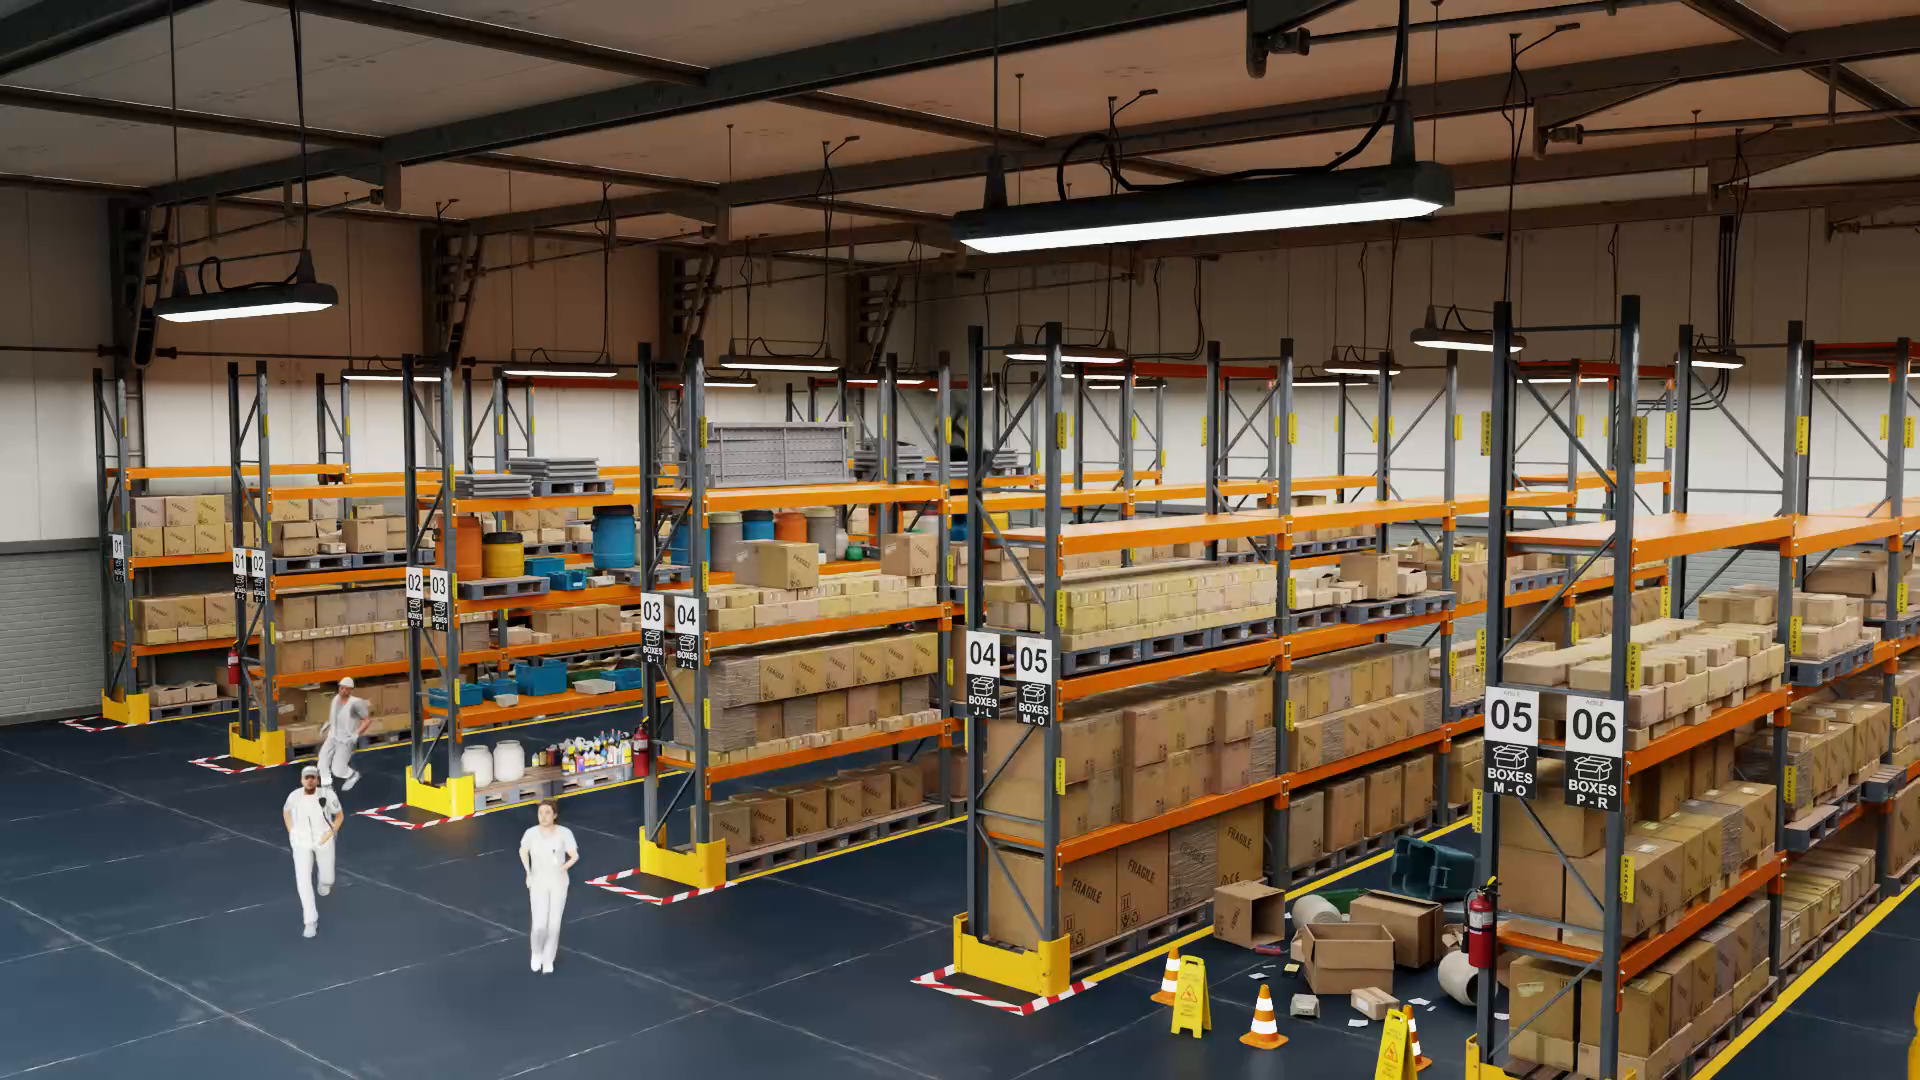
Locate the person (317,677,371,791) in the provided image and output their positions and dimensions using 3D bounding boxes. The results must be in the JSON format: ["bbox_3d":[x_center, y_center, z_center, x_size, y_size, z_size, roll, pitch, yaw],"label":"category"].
[{"bbox_3d":[-8.248,2.681,22.423,0.720,1.722,0.692,2,4,21],"label":"person"}]

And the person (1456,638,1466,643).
[{"bbox_3d":[8.070,2.390,26.544,0.610,1.669,0.627,-4,5,-40],"label":"person"}]

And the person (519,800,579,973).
[{"bbox_3d":[-3.796,3.210,15.352,0.548,1.636,0.592,-1,4,-10],"label":"person"}]

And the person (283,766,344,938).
[{"bbox_3d":[-6.597,3.122,16.994,0.583,1.666,1.024,-2,5,-22],"label":"person"}]
